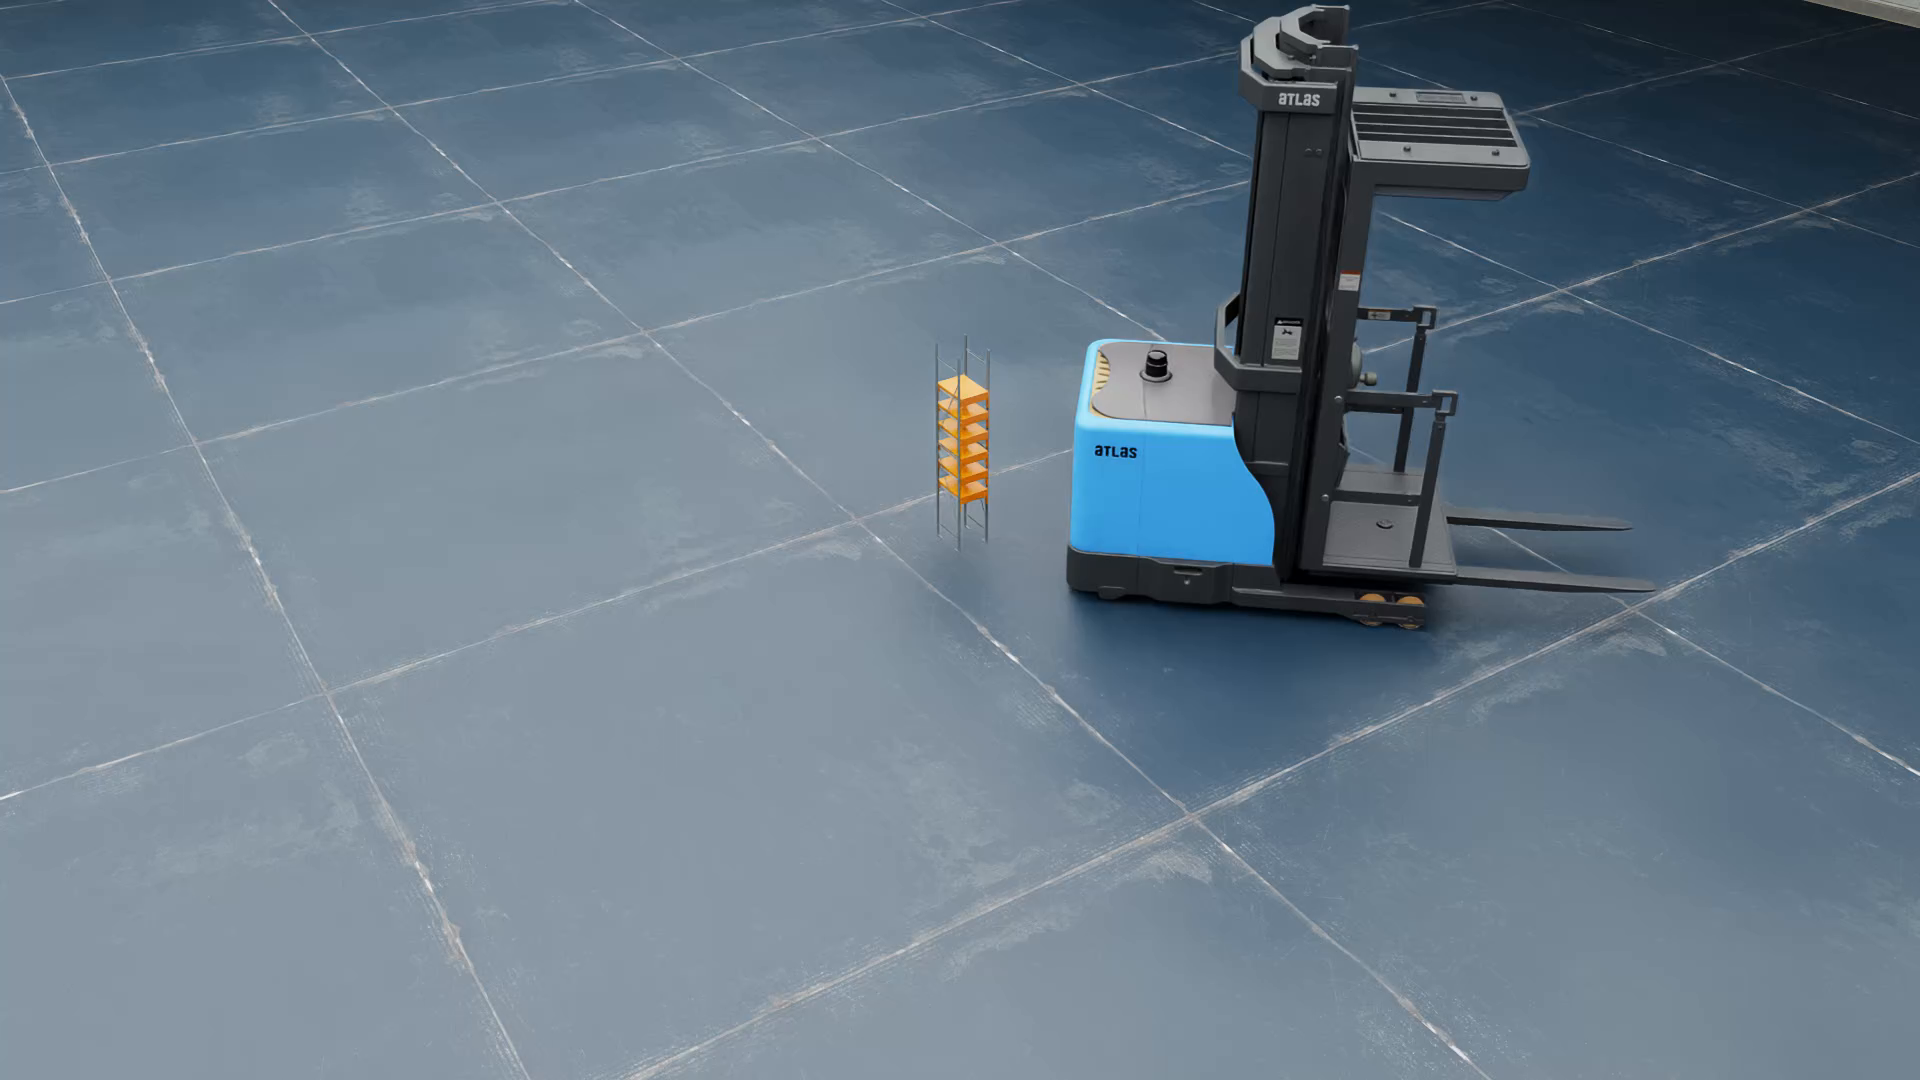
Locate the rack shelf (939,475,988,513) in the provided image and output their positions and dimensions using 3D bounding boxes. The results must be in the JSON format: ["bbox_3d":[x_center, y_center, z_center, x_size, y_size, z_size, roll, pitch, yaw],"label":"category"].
[{"bbox_3d":[0.012,-0.271,9.210,0.180,0.103,0.258,-19,37,-27],"label":"rack shelf"}]

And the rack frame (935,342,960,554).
[{"bbox_3d":[-0.065,-0.485,9.016,0.006,1.200,0.240,-19,37,-27],"label":"rack frame"}]

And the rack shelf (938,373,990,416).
[{"bbox_3d":[0.012,-0.779,8.890,0.180,0.103,0.258,-19,37,-27],"label":"rack shelf"}]

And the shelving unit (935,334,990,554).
[{"bbox_3d":[0.012,-0.512,9.058,0.189,1.200,0.258,-19,37,-27],"label":"shelving unit"}]

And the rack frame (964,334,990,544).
[{"bbox_3d":[0.089,-0.538,9.100,0.006,1.200,0.240,-19,37,-27],"label":"rack frame"}]

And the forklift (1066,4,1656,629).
[{"bbox_3d":[2.127,-1.082,8.340,3.031,2.935,1.130,4,32,7],"label":"forklift"}]

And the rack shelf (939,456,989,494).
[{"bbox_3d":[0.012,-0.373,9.146,0.180,0.103,0.258,-19,37,-27],"label":"rack shelf"}]

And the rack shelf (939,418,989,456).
[{"bbox_3d":[0.012,-0.576,9.018,0.180,0.103,0.258,-19,37,-27],"label":"rack shelf"}]

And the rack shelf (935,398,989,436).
[{"bbox_3d":[0.012,-0.677,8.954,0.180,0.103,0.258,-19,37,-27],"label":"rack shelf"}]

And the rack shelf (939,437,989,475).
[{"bbox_3d":[0.012,-0.474,9.082,0.180,0.103,0.258,-19,37,-27],"label":"rack shelf"}]
